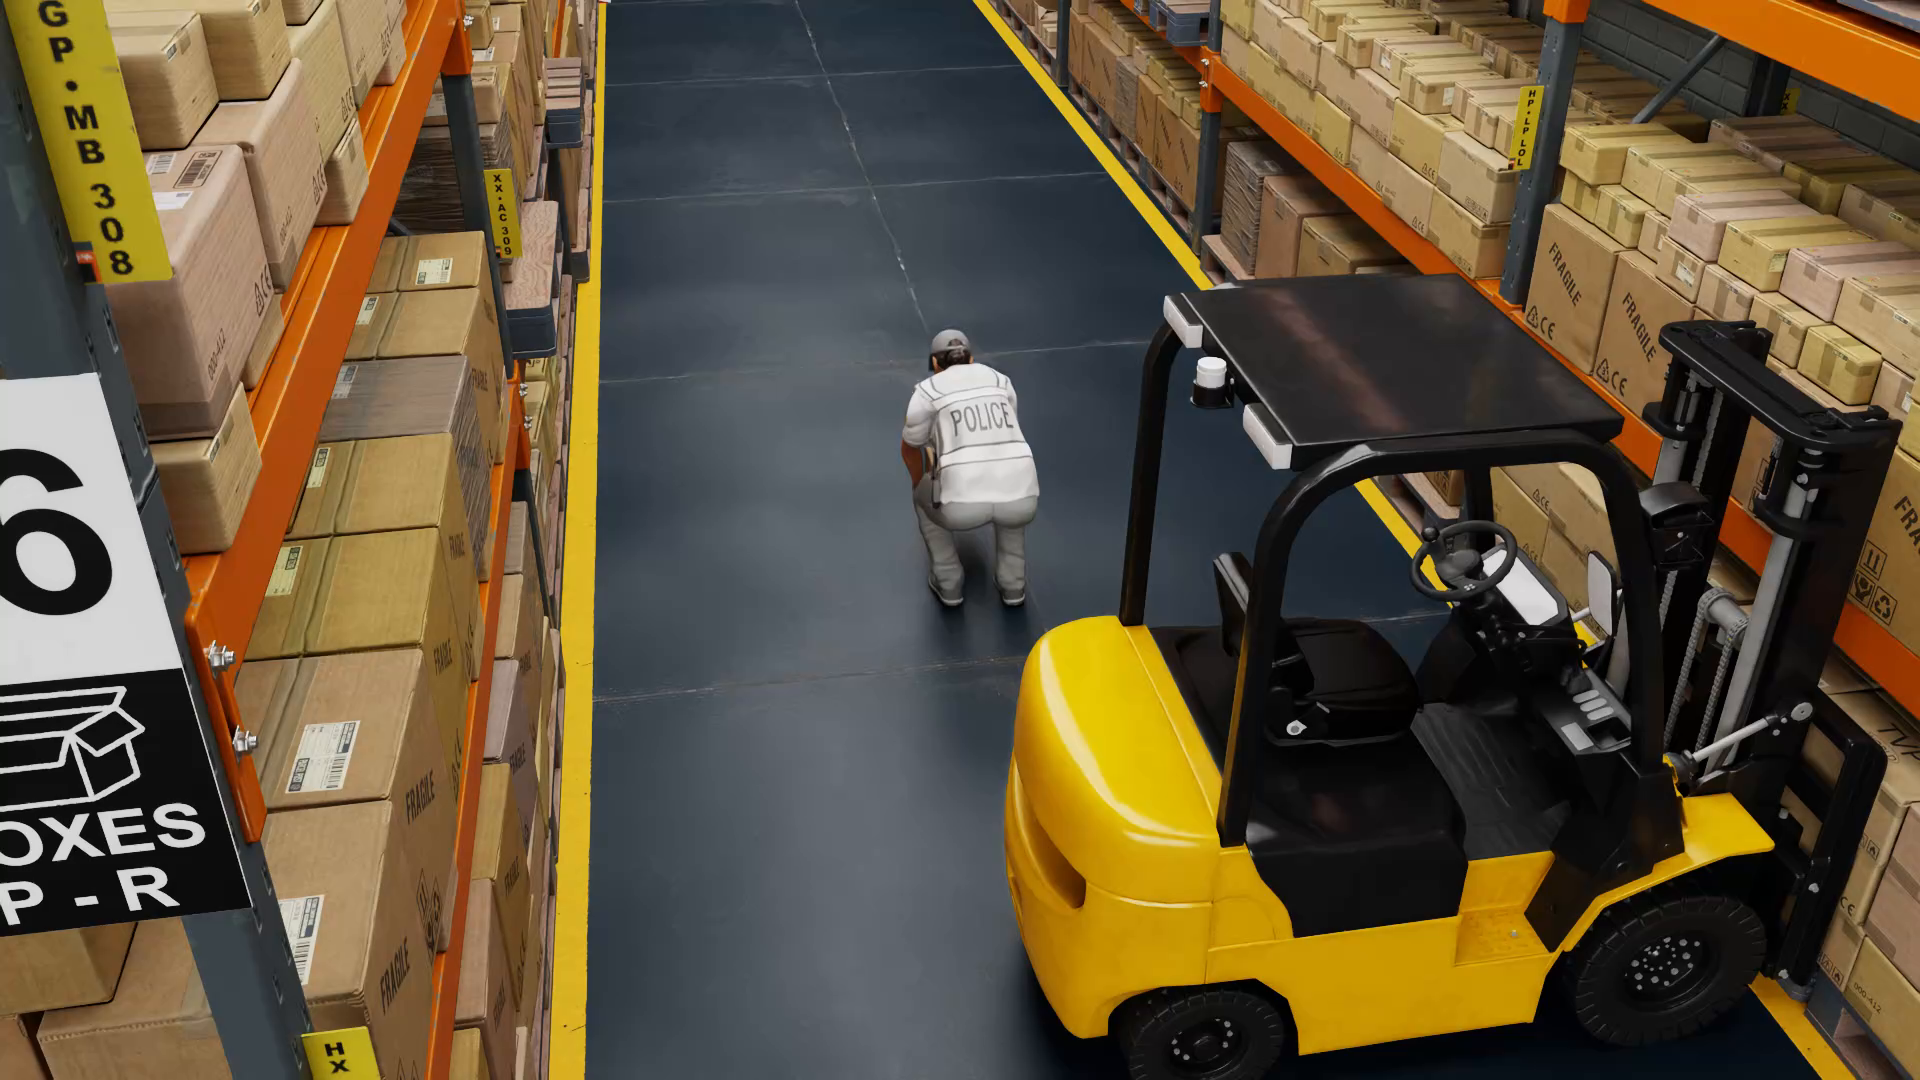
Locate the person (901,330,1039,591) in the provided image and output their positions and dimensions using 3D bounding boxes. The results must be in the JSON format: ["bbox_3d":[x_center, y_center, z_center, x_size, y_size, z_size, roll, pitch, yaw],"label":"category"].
[{"bbox_3d":[0.038,-0.295,7.121,0.538,1.055,0.826,-5,31,-9],"label":"person"}]
